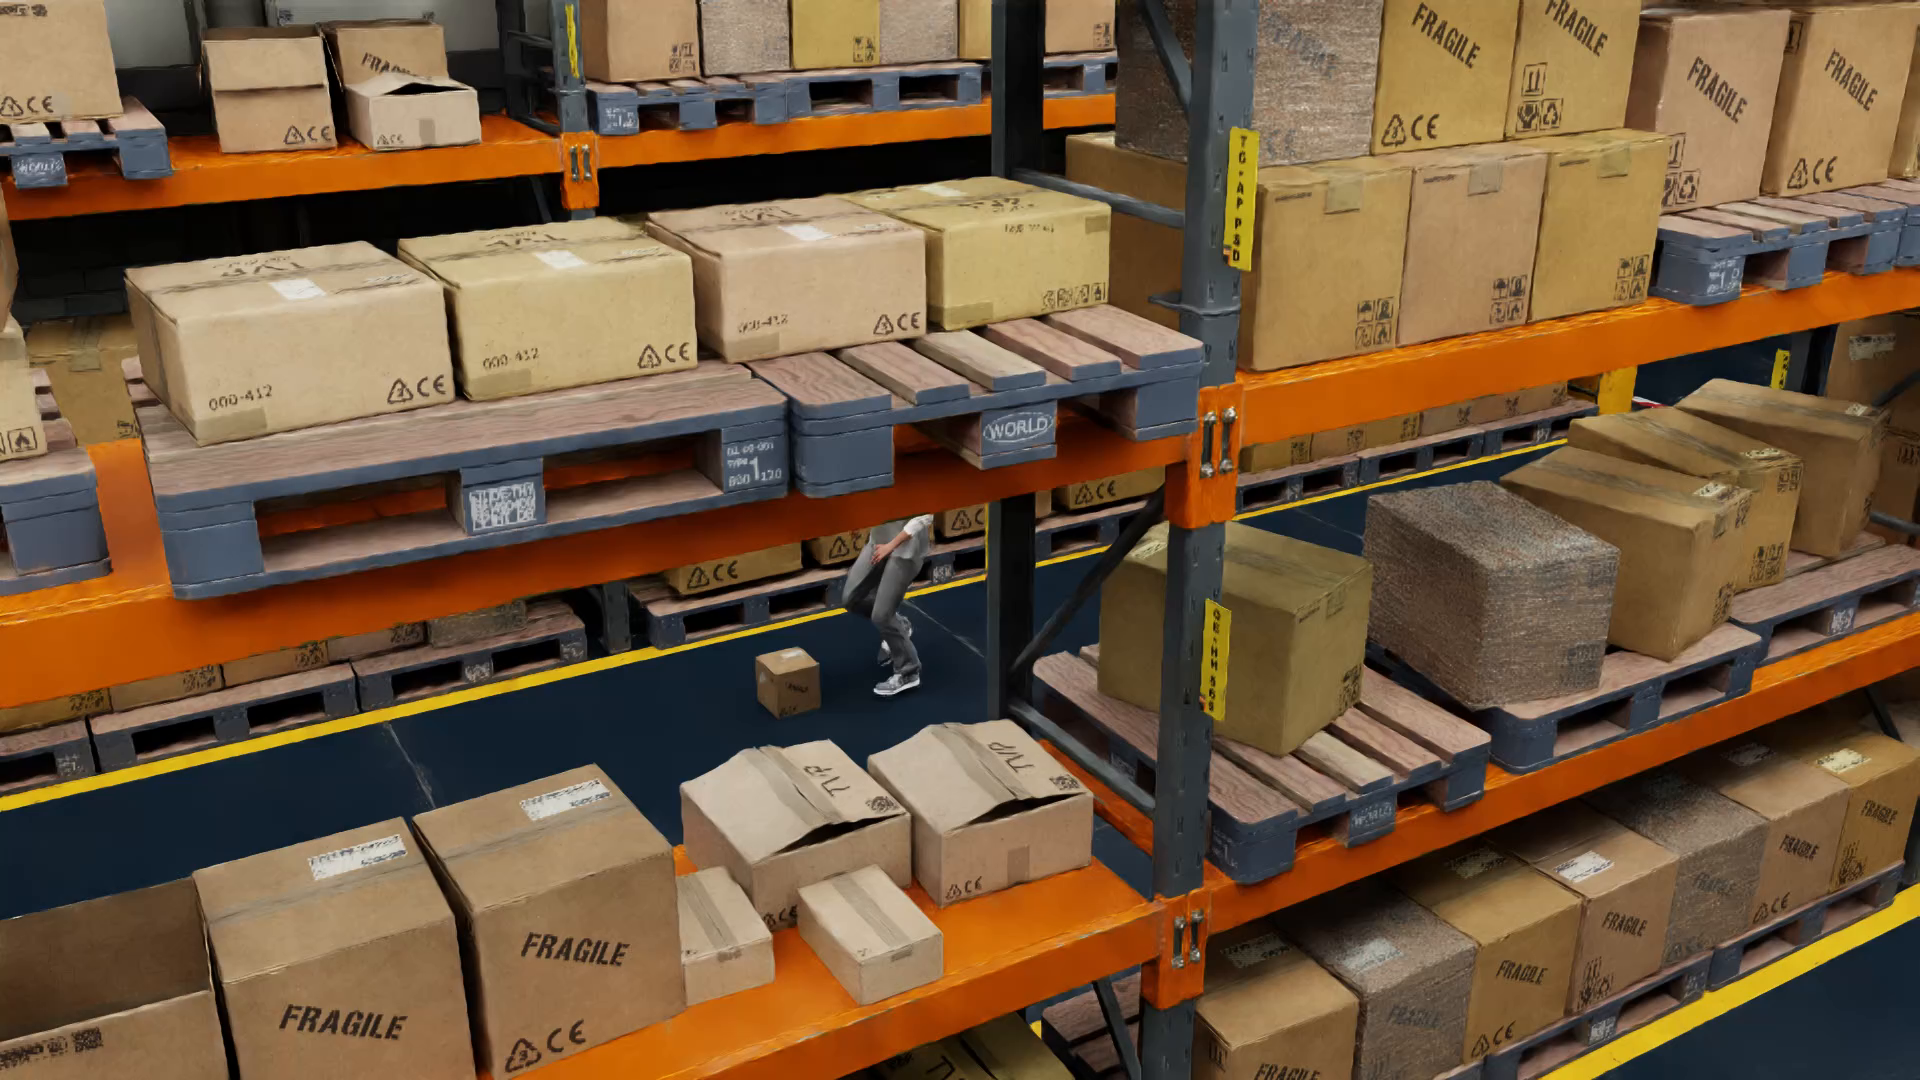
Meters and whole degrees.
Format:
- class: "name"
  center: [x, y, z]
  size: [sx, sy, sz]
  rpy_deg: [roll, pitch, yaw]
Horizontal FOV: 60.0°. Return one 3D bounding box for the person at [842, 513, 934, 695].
- class: "person"
  center: [-0.361, 0.055, 8.494]
  size: [0.435, 1.556, 0.600]
  rpy_deg: [-13, 25, -28]
